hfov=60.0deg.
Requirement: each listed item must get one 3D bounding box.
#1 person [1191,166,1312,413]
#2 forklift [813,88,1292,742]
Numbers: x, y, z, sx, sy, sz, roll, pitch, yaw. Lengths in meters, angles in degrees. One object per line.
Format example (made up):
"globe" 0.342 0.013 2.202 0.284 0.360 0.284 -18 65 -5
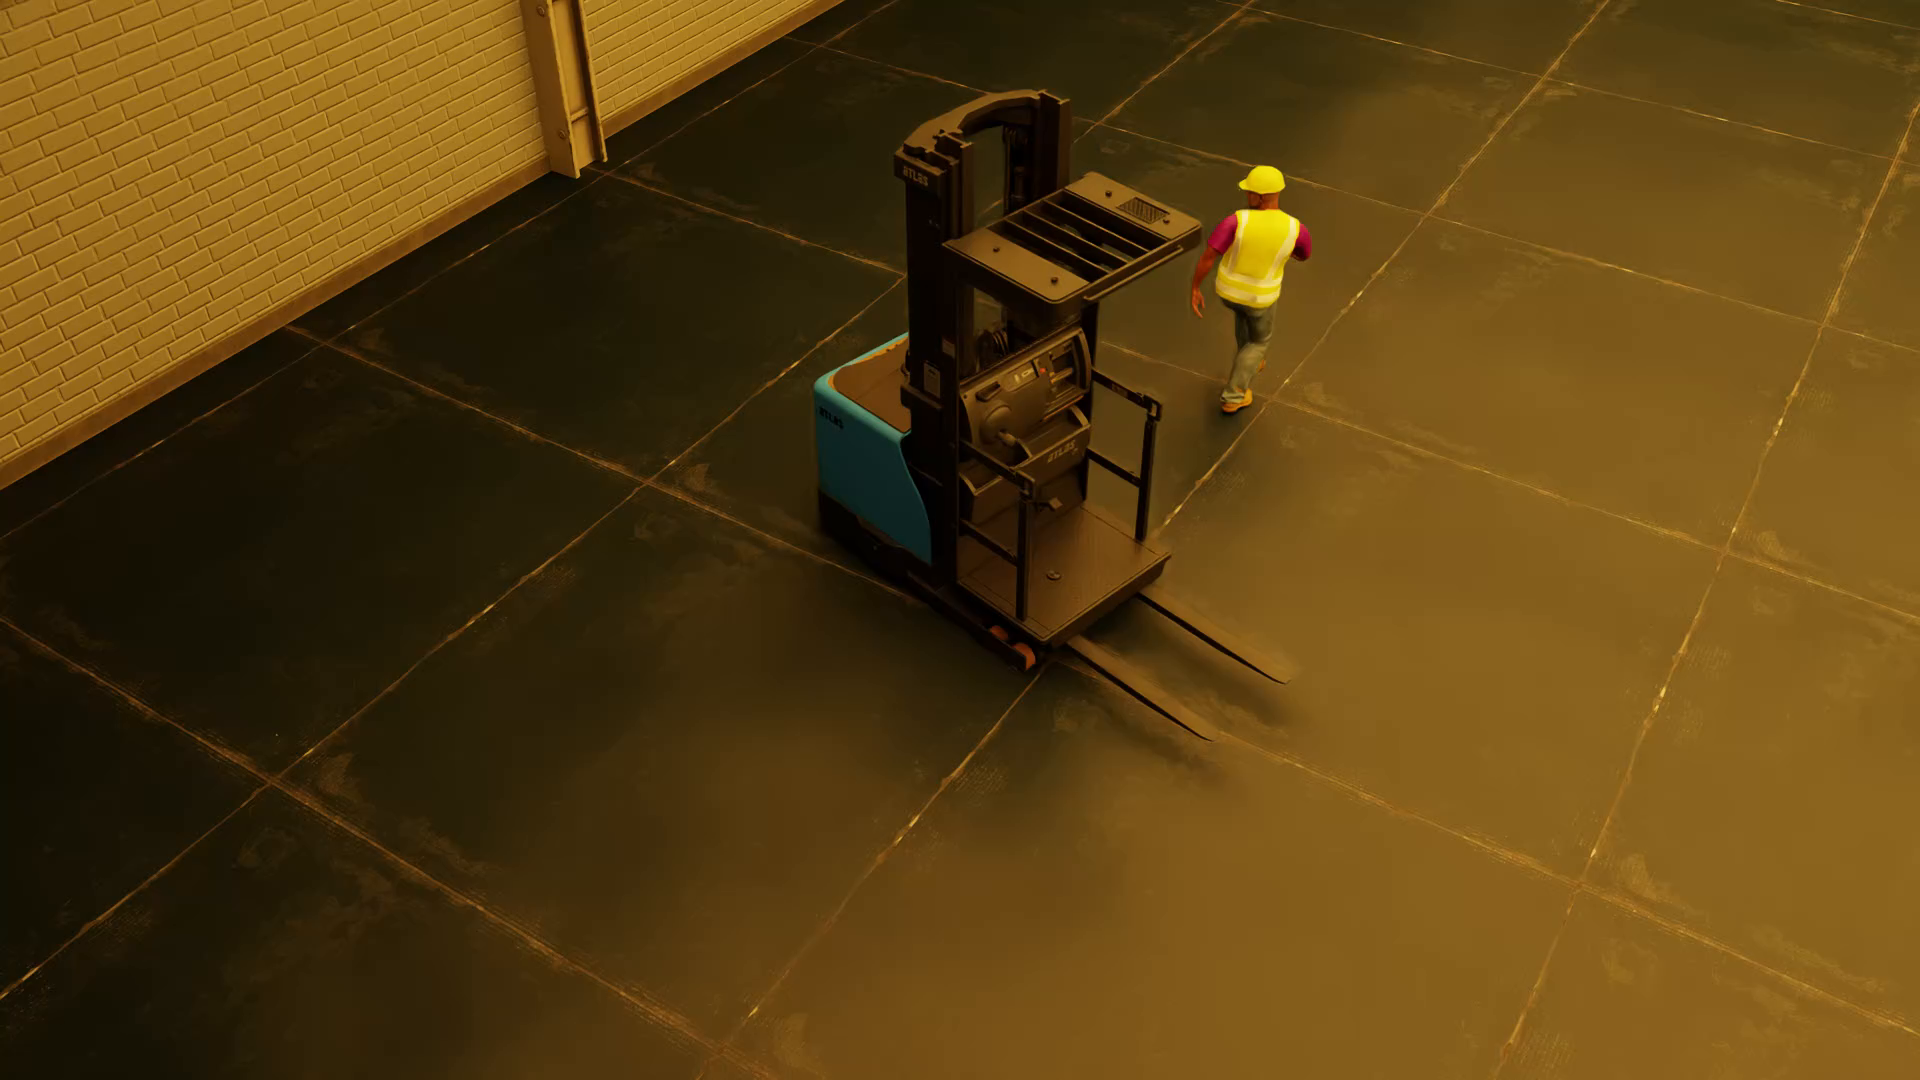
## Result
"person" 1.926 -1.643 10.894 0.604 1.738 0.936 19 44 21
"forklift" 0.511 -0.755 8.858 1.130 2.935 3.031 -32 50 -32
